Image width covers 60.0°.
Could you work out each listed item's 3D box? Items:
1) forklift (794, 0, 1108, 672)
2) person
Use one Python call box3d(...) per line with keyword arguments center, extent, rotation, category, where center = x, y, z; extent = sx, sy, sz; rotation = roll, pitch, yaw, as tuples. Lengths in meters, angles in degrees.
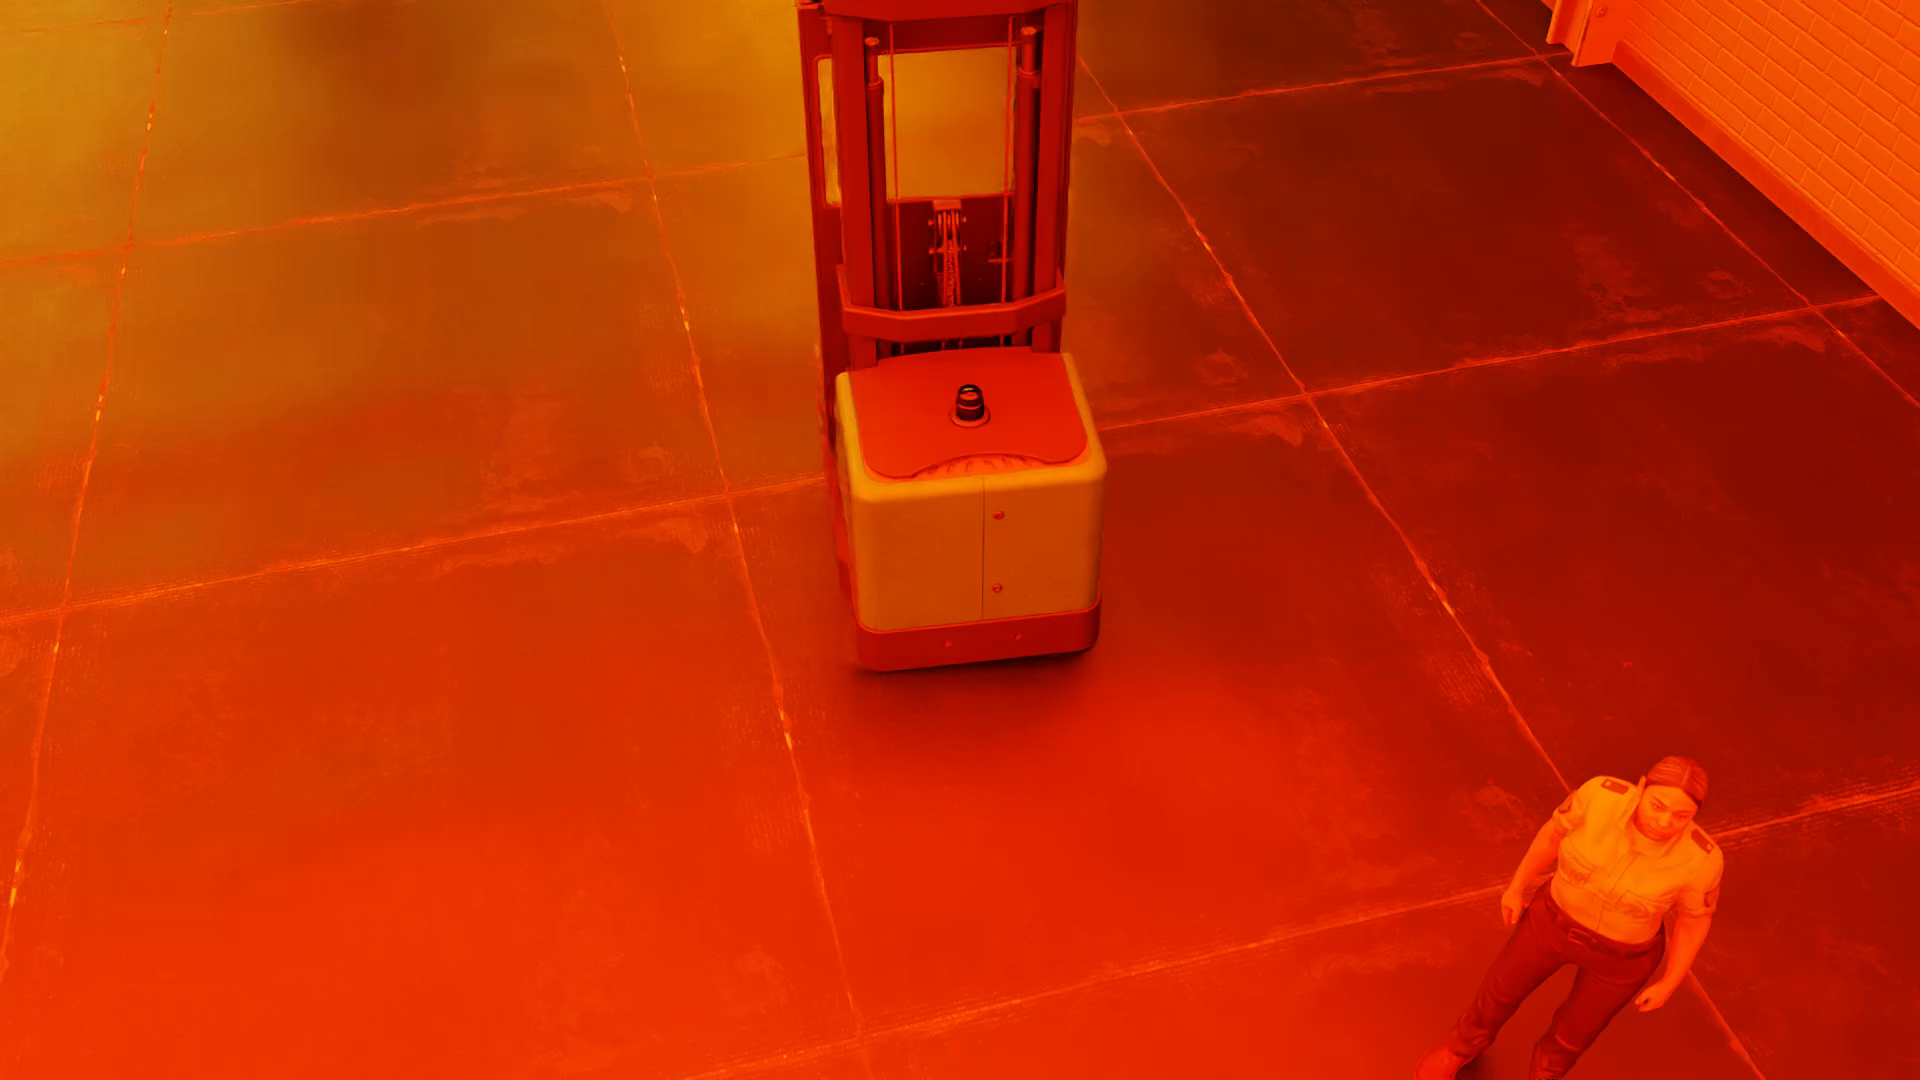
box3d(center=(-0.123, -1.523, 7.256), extent=(1.130, 2.935, 3.031), rotation=(-6, 44, -6), category="forklift")
box3d(center=(1.931, 1.287, 5.209), extent=(0.598, 1.652, 0.491), rotation=(29, 51, 27), category="person")
